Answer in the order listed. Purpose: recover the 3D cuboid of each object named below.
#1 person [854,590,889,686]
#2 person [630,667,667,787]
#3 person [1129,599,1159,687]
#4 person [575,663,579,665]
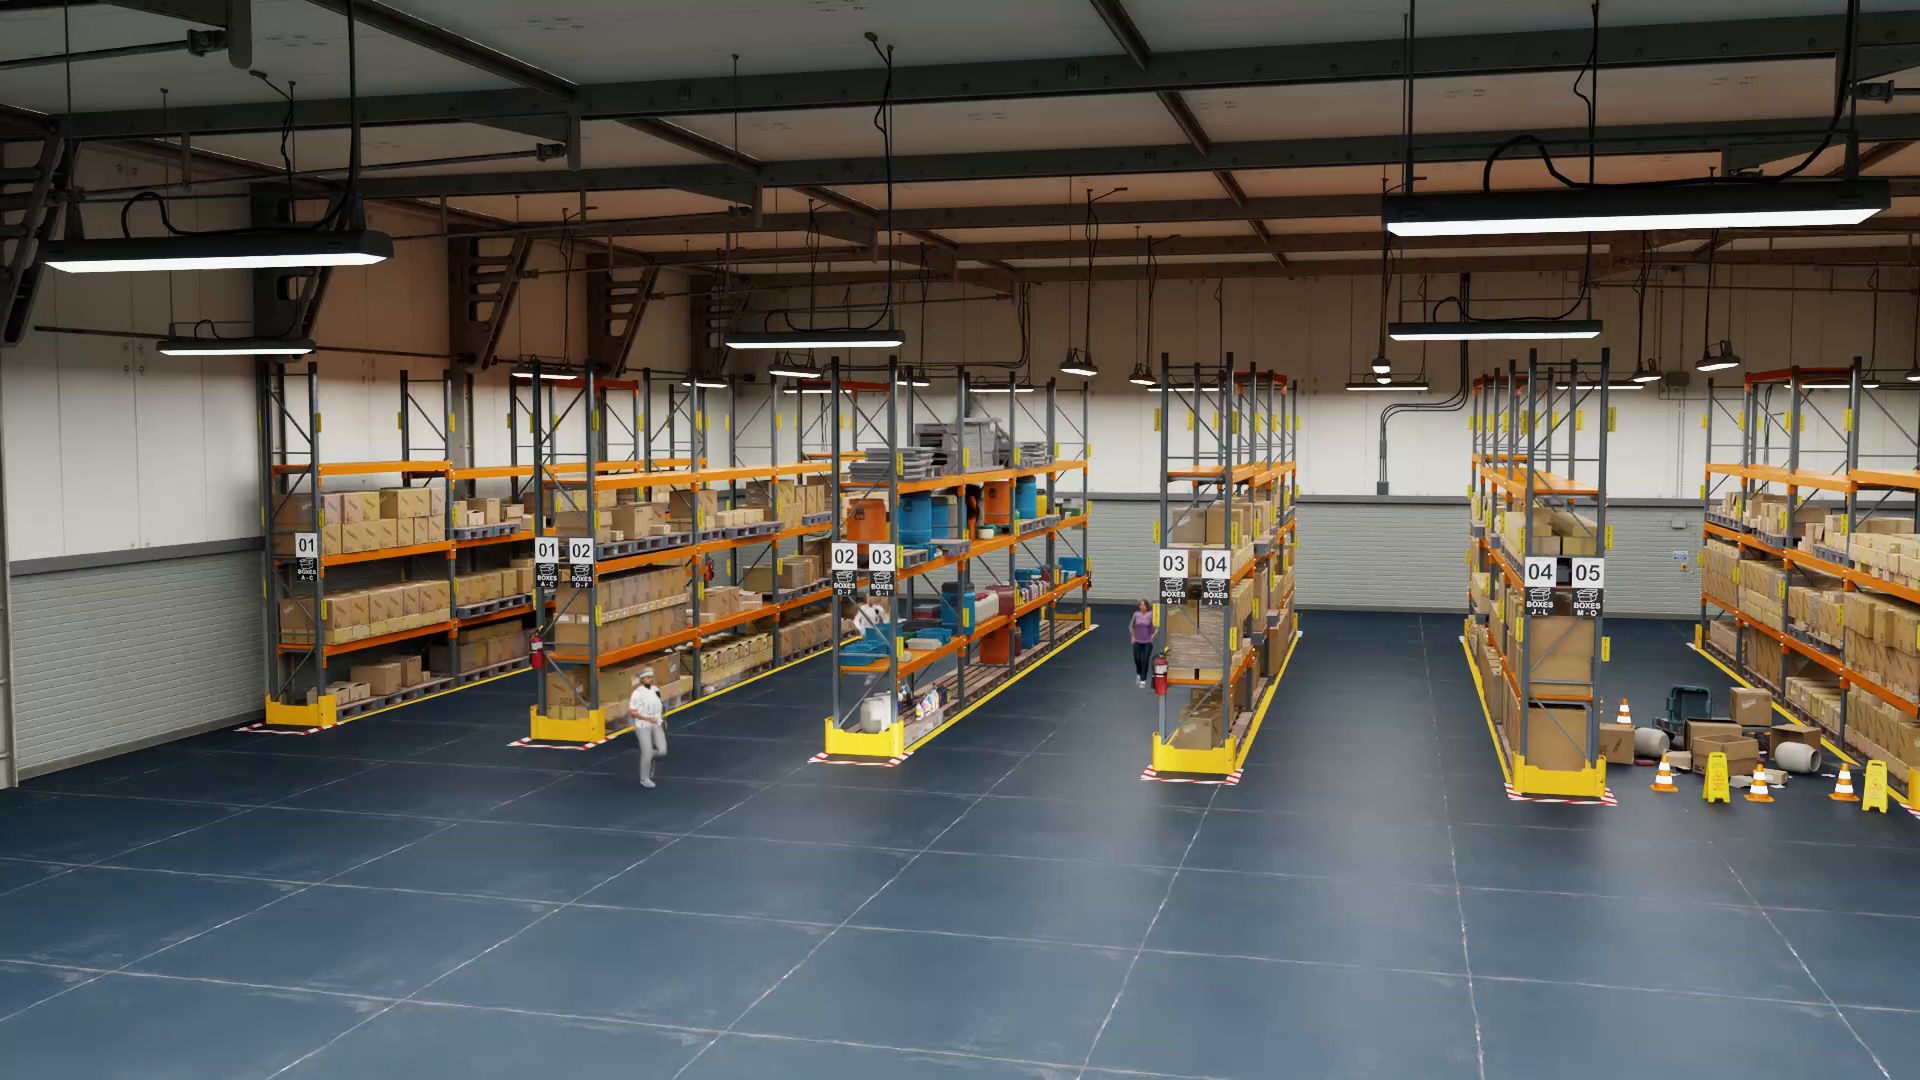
[{"bbox_3d":[-1.628,1.752,30.171,0.620,1.712,0.743,1,4,10],"label":"person"},{"bbox_3d":[-4.260,2.570,22.896,0.570,1.661,0.555,-4,6,-44],"label":"person"},{"bbox_3d":[3.281,1.842,29.730,0.534,1.580,0.460,1,4,12],"label":"person"},{"bbox_3d":[-6.867,1.942,30.572,0.700,1.752,0.989,0,4,5],"label":"person"}]
